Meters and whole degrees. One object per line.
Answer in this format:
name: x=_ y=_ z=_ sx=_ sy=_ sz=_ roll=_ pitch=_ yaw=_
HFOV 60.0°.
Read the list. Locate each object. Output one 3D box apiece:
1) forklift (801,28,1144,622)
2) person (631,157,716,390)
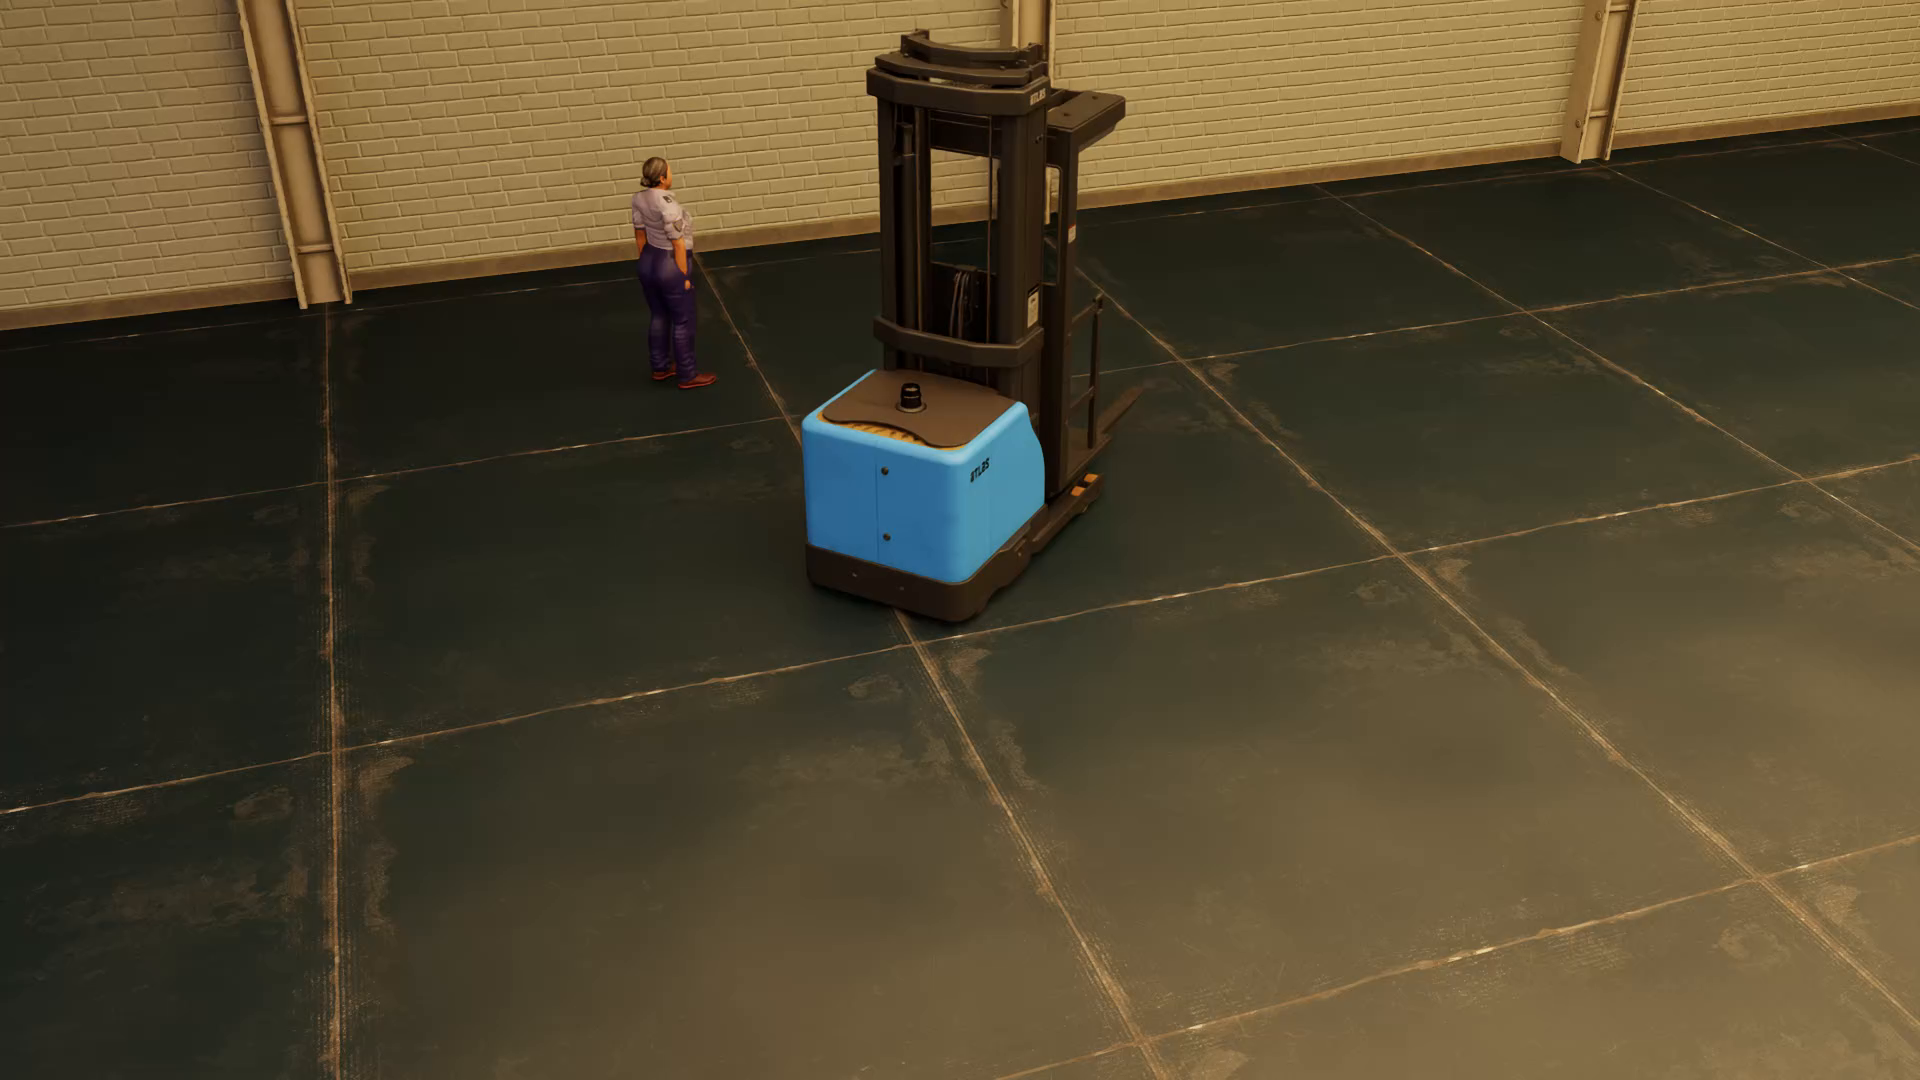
forklift: x=0.255 y=-1.531 z=9.748 sx=1.130 sy=2.935 sz=3.031 roll=15 pitch=33 yaw=24
person: x=-2.036 y=-1.873 z=11.636 sx=0.484 sy=1.652 sz=0.362 roll=22 pitch=37 yaw=33
